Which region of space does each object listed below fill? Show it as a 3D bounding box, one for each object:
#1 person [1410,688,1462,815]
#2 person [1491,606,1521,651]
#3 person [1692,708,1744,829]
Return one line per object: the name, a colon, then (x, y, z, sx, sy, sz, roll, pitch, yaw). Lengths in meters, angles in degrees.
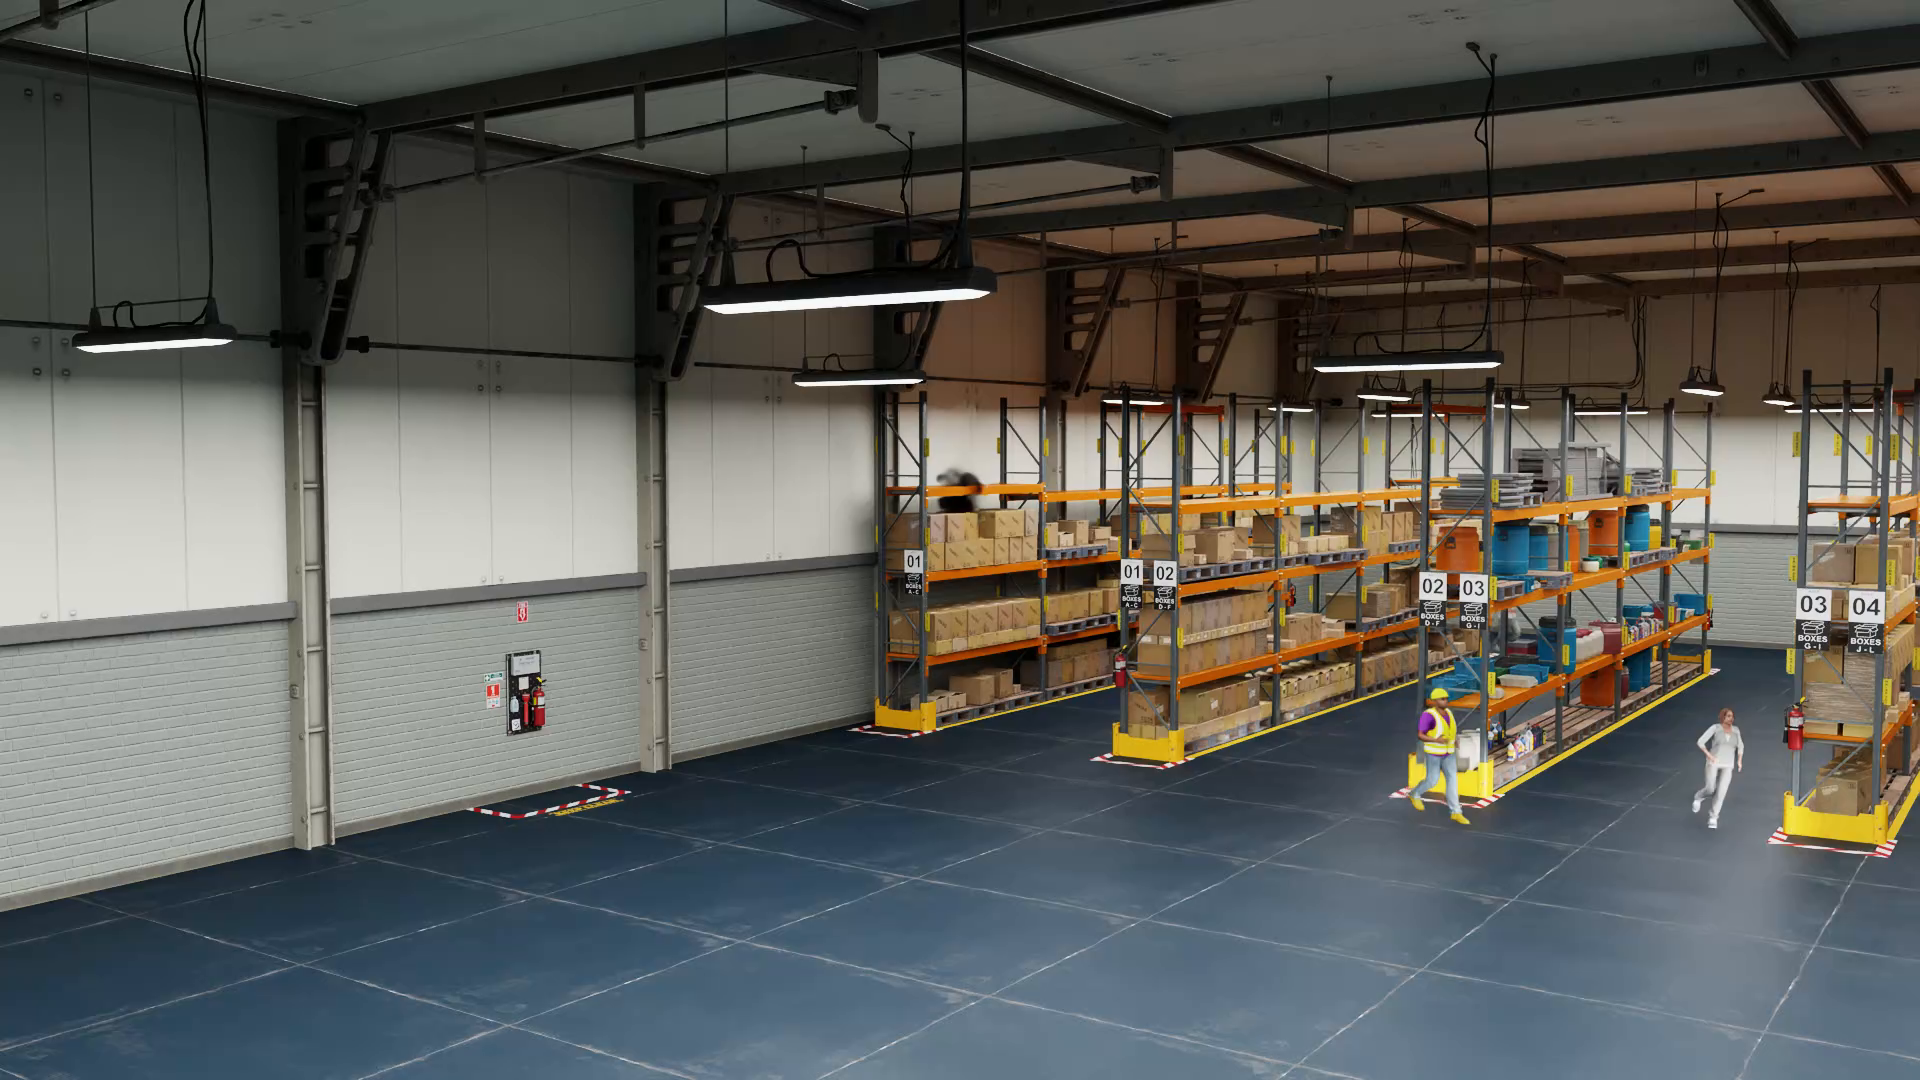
person: (6.390, 2.816, 22.309, 0.710, 1.677, 0.839, -2, 4, -26)
person: (13.273, 1.935, 40.339, 0.547, 1.756, 0.843, -2, 4, -32)
person: (9.089, 2.902, 23.855, 3.119, 1.545, 4.025, 0, 3, 8)
